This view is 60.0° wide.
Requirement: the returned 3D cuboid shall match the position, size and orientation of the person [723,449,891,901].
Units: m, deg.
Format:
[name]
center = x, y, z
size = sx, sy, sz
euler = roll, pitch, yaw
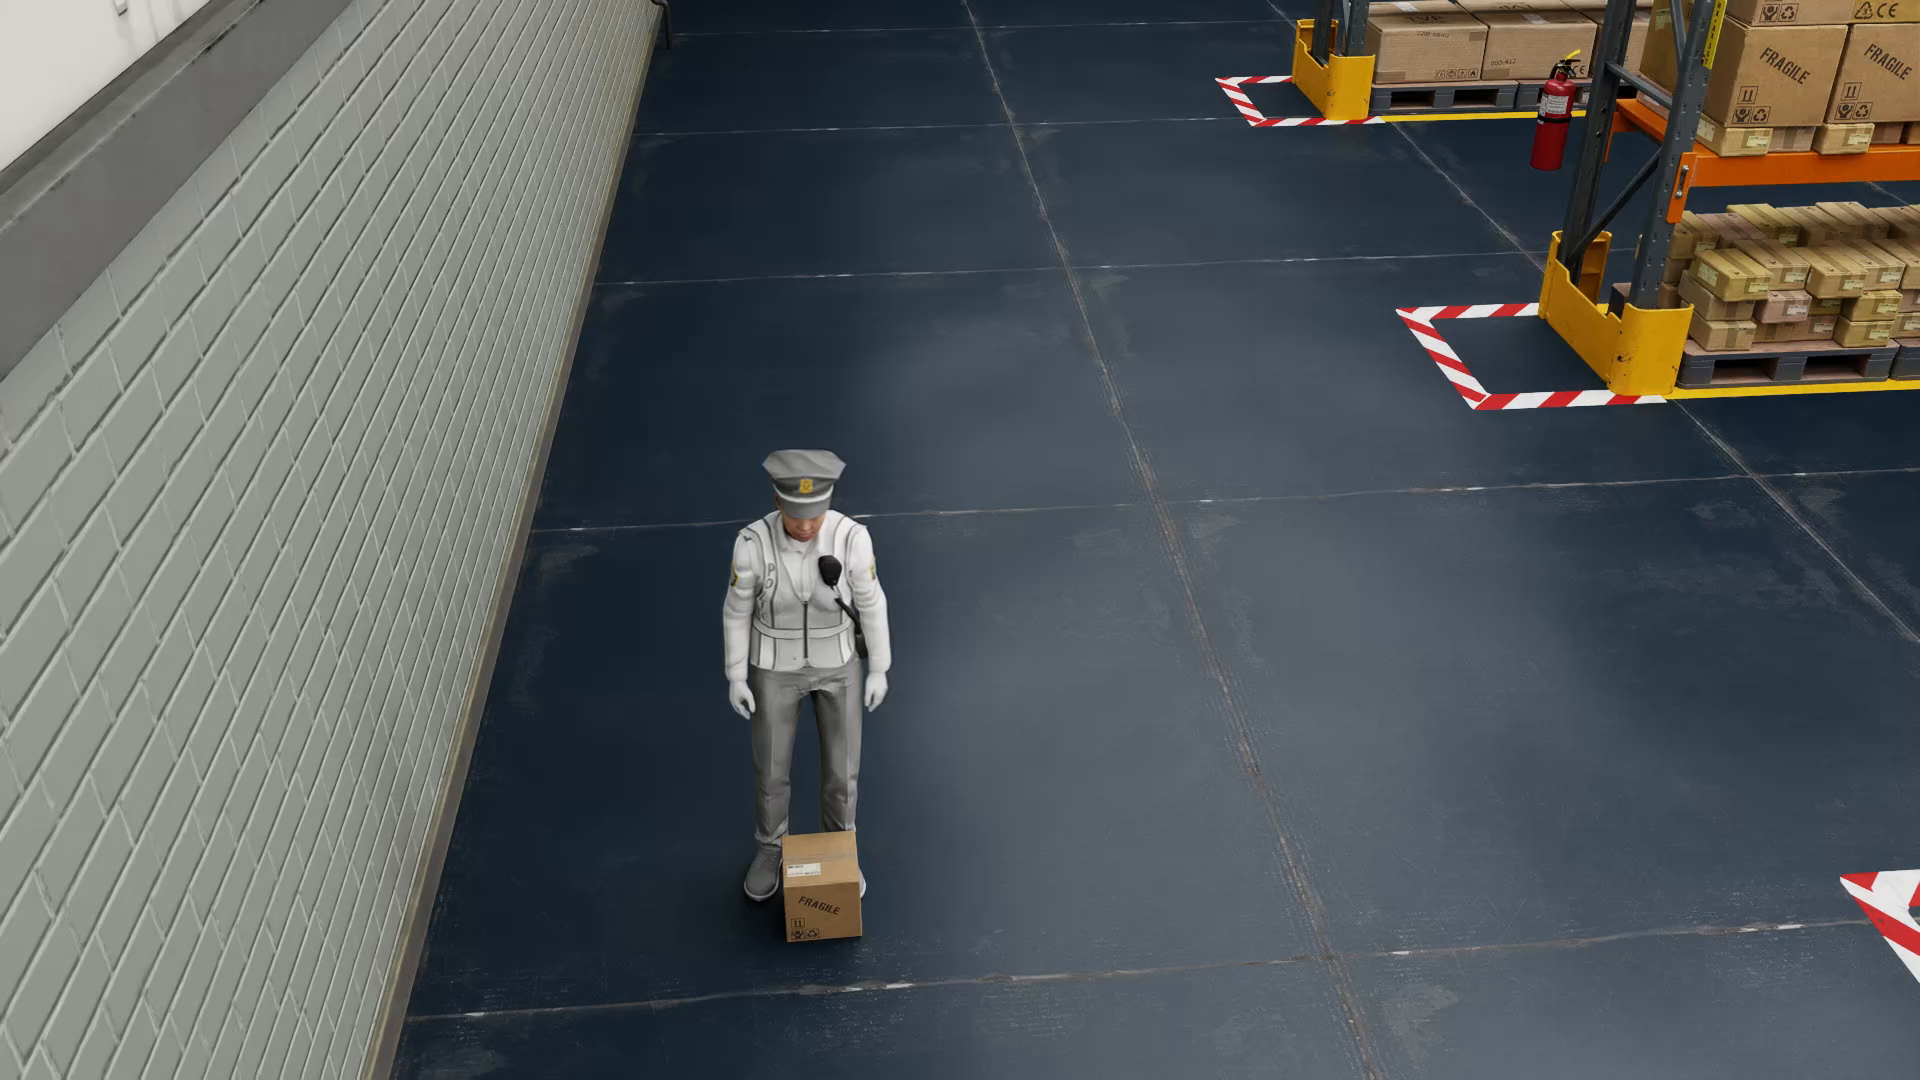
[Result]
[person]
center = -0.491, 0.443, 5.402
size = 0.536, 1.663, 0.405
euler = -3, 31, -5
